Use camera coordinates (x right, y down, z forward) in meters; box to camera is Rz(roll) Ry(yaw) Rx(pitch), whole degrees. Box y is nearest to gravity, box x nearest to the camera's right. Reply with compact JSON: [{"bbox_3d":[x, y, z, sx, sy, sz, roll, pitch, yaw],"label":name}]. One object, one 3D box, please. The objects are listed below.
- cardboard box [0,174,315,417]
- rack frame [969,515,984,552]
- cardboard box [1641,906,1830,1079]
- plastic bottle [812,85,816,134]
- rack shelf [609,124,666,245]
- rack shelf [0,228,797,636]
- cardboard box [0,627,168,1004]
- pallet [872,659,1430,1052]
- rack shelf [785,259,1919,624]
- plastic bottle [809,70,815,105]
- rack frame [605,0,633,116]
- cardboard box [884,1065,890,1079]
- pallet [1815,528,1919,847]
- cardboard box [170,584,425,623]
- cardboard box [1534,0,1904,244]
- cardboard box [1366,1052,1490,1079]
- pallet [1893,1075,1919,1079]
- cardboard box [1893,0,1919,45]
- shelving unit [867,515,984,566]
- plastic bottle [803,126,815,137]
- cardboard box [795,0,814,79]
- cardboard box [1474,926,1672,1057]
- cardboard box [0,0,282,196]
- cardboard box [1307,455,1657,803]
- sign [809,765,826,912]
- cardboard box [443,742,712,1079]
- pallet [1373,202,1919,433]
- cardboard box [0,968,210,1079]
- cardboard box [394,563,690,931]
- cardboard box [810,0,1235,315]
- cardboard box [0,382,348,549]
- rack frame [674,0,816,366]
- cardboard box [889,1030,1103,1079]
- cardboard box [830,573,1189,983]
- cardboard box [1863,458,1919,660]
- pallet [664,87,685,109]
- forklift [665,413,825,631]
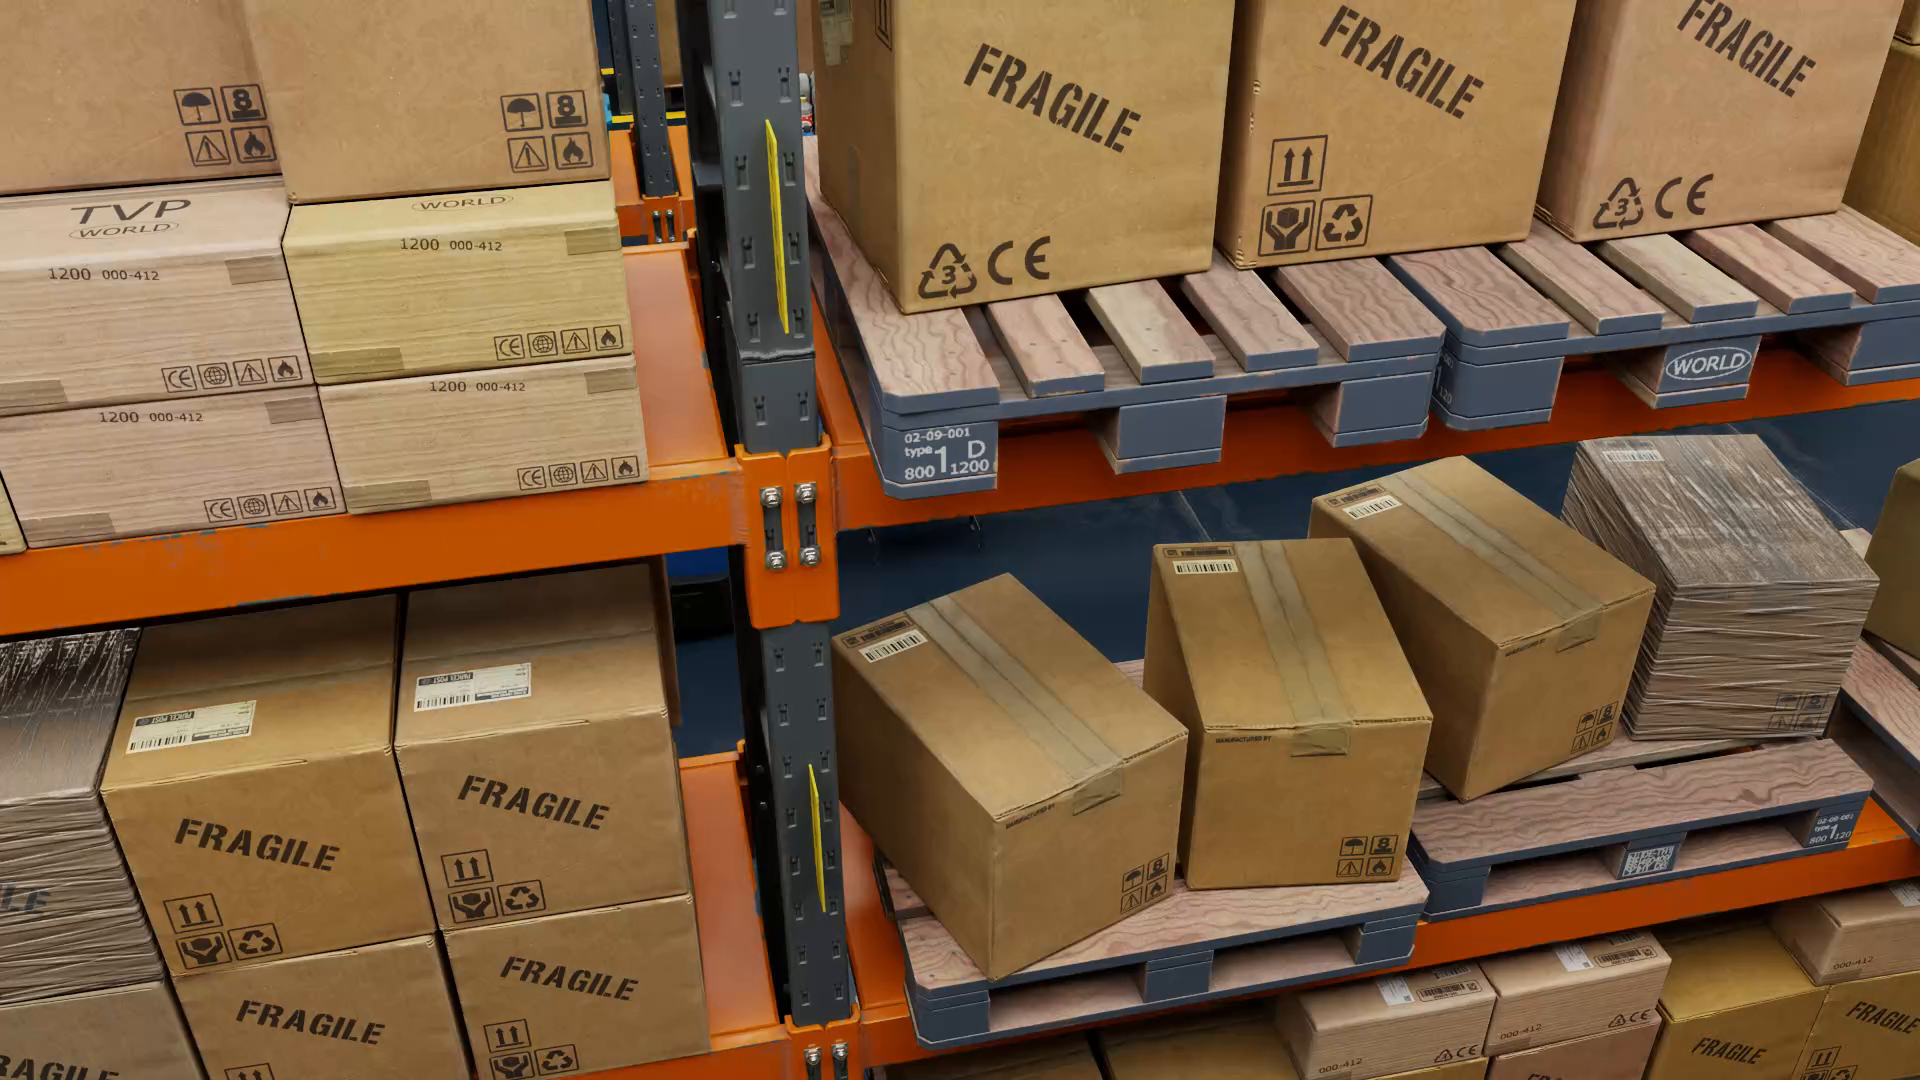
[{"bbox_3d":[-1.320,-0.452,2.725,0.500,0.250,0.500,-7,35,-11],"label":"cardboard box"},{"bbox_3d":[0.077,-0.508,7.430,0.015,1.200,0.240,-7,35,-11],"label":"rack frame"},{"bbox_3d":[2.119,1.342,4.907,0.500,0.500,0.500,-8,35,-12],"label":"cardboard box"},{"bbox_3d":[-0.650,-2.212,8.399,0.185,0.351,0.144,-7,35,-11],"label":"plastic bottle"},{"bbox_3d":[-3.457,-1.476,7.903,4.000,0.370,1.077,-7,35,-11],"label":"rack shelf"},{"bbox_3d":[-2.368,-0.029,3.054,4.000,0.370,1.077,-7,35,-11],"label":"rack shelf"},{"bbox_3d":[-1.844,0.545,3.259,0.500,0.500,0.500,-7,34,-10],"label":"cardboard box"},{"bbox_3d":[0.386,0.713,4.168,1.213,0.211,1.003,-7,35,-11],"label":"pallet"},{"bbox_3d":[1.533,-0.520,3.787,4.000,0.370,1.077,-7,35,-11],"label":"rack shelf"},{"bbox_3d":[-0.682,-2.291,8.516,0.185,0.351,0.144,-7,35,-11],"label":"plastic bottle"},{"bbox_3d":[-2.599,-4.712,12.080,0.127,3.000,1.000,-7,35,-11],"label":"rack frame"},{"bbox_3d":[0.001,1.311,4.953,0.500,0.500,0.500,-7,35,-11],"label":"cardboard box"},{"bbox_3d":[2.838,0.382,4.661,1.003,0.211,1.213,-7,35,-11],"label":"pallet"},{"bbox_3d":[-1.442,0.184,3.796,0.500,0.500,0.500,-8,35,-12],"label":"cardboard box"},{"bbox_3d":[1.391,-1.018,3.327,0.600,0.600,0.600,-9,35,-12],"label":"cardboard box"},{"bbox_3d":[1.115,1.472,4.714,0.500,0.500,0.500,-7,34,-10],"label":"cardboard box"},{"bbox_3d":[2.747,1.410,5.460,1.213,0.211,1.003,-7,35,-11],"label":"pallet"},{"bbox_3d":[2.062,-1.346,3.385,0.500,0.500,0.500,-7,35,-11],"label":"cardboard box"},{"bbox_3d":[-0.161,-0.478,7.385,0.503,1.200,0.258,-7,35,-11],"label":"shelving unit"},{"bbox_3d":[-0.721,-1.833,7.904,0.097,0.271,0.097,0,34,0],"label":"plastic bottle"},{"bbox_3d":[-1.108,-4.204,12.853,0.875,0.875,1.225,-8,35,-12],"label":"cardboard box"},{"bbox_3d":[1.573,1.104,4.588,0.500,0.250,0.500,-8,35,-11],"label":"cardboard box"},{"bbox_3d":[-1.402,-0.965,2.817,0.500,0.500,0.700,-7,35,-11],"label":"cardboard box"},{"bbox_3d":[1.292,0.206,4.285,0.500,0.500,0.700,-16,37,-22],"label":"cardboard box"},{"bbox_3d":[-0.290,0.607,3.377,0.005,0.325,0.100,-7,35,-11],"label":"sign"},{"bbox_3d":[-0.848,0.832,3.729,0.500,0.500,0.500,-7,34,-10],"label":"cardboard box"},{"bbox_3d":[1.245,-0.666,3.528,1.003,0.211,1.213,-7,35,-11],"label":"pallet"},{"bbox_3d":[-1.851,0.960,3.537,0.500,0.500,0.500,-6,34,-9],"label":"cardboard box"},{"bbox_3d":[-0.853,0.418,3.447,0.500,0.500,0.500,-7,34,-10],"label":"cardboard box"},{"bbox_3d":[0.090,-0.853,3.080,0.600,0.600,0.600,-10,35,-15],"label":"cardboard box"},{"bbox_3d":[-1.323,-0.251,2.875,0.500,0.250,0.500,-7,35,-11],"label":"cardboard box"},{"bbox_3d":[-0.417,-1.819,2.385,0.127,3.000,1.000,-7,35,-11],"label":"rack frame"},{"bbox_3d":[0.108,1.601,4.521,0.500,0.500,0.500,-9,35,-13],"label":"cardboard box"},{"bbox_3d":[0.094,0.520,3.817,0.500,0.500,0.700,-19,38,-26],"label":"cardboard box"},{"bbox_3d":[2.895,0.103,4.437,0.500,0.500,0.700,-19,38,-26],"label":"cardboard box"},{"bbox_3d":[-1.863,-3.690,13.059,1.213,0.211,1.003,-7,35,-11],"label":"pallet"},{"bbox_3d":[-2.109,-0.993,6.600,3.031,2.935,1.130,-6,34,-9],"label":"forklift"}]
